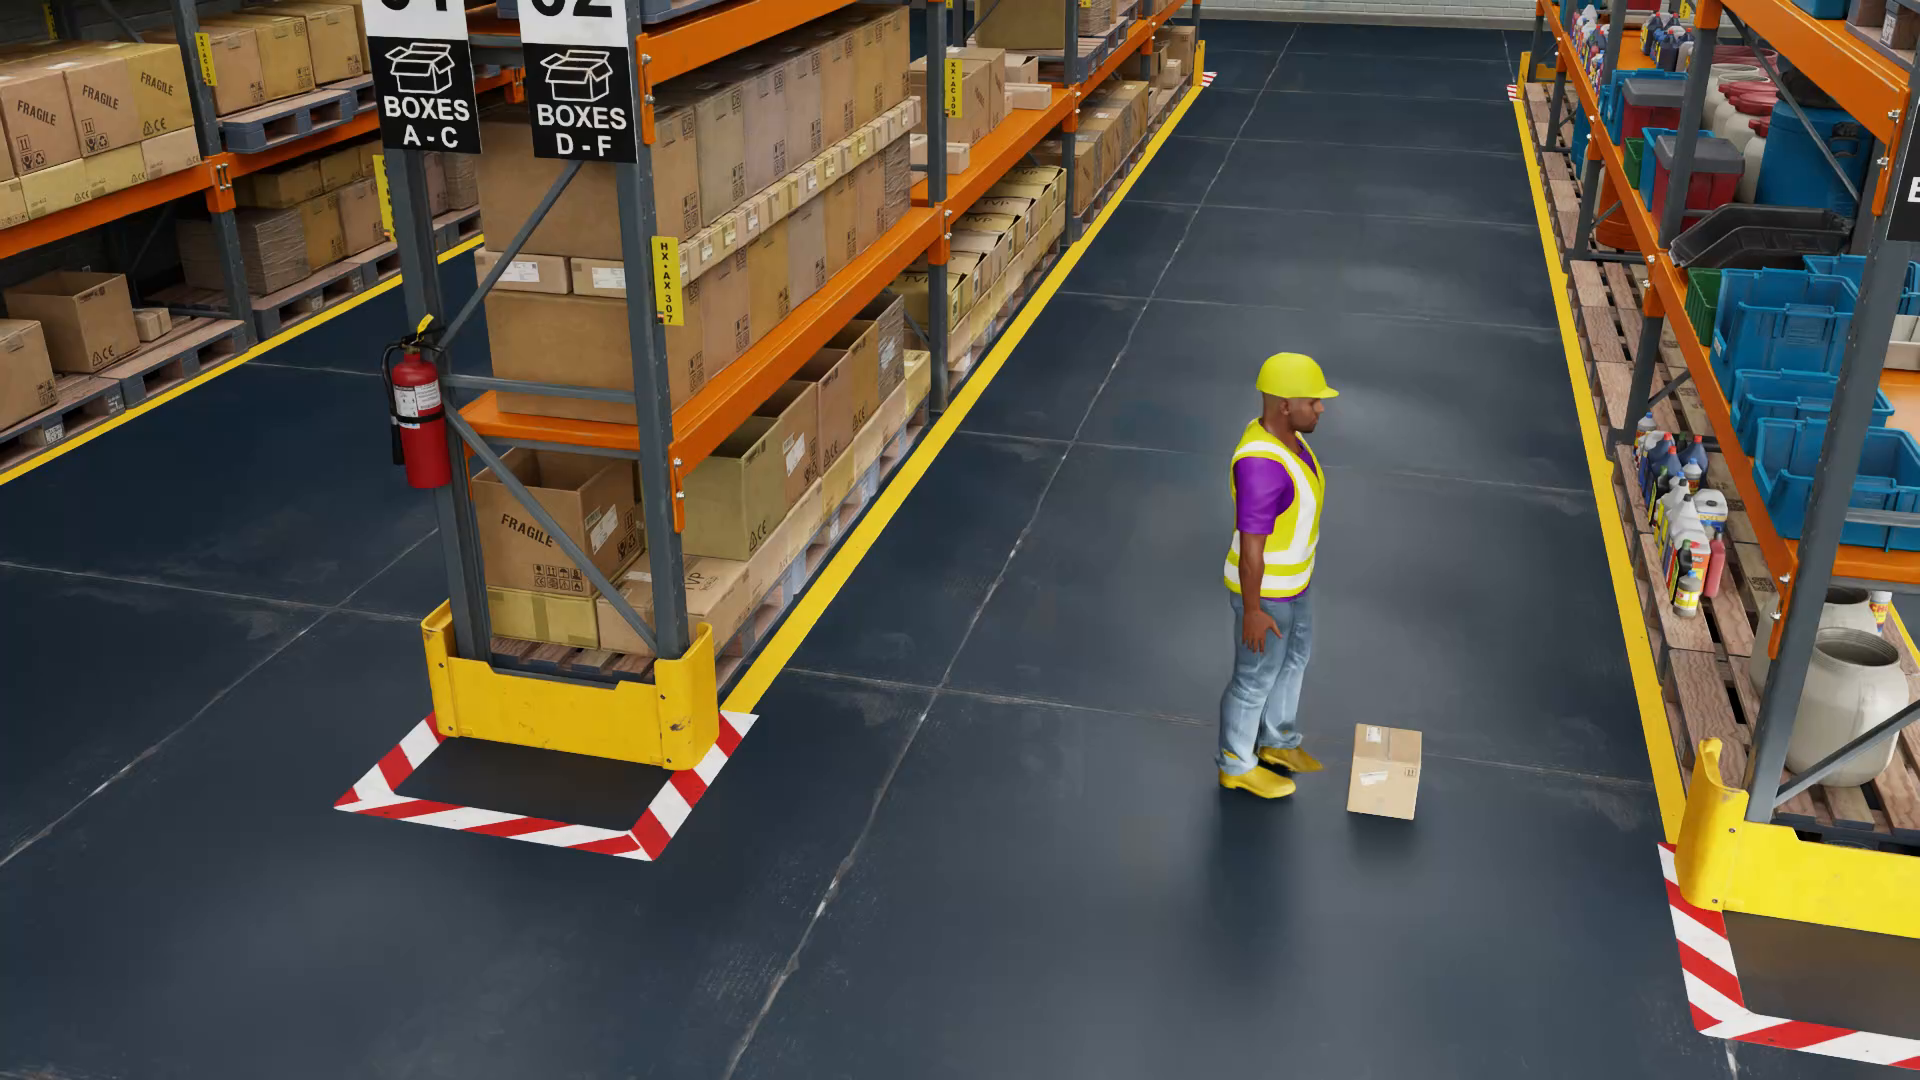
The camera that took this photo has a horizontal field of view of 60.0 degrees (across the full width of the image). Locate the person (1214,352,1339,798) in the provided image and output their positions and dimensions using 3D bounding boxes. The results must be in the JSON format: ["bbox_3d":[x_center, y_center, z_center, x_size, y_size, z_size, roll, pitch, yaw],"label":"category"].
[{"bbox_3d":[1.215,0.183,6.229,0.462,1.820,0.604,9,27,18],"label":"person"}]
